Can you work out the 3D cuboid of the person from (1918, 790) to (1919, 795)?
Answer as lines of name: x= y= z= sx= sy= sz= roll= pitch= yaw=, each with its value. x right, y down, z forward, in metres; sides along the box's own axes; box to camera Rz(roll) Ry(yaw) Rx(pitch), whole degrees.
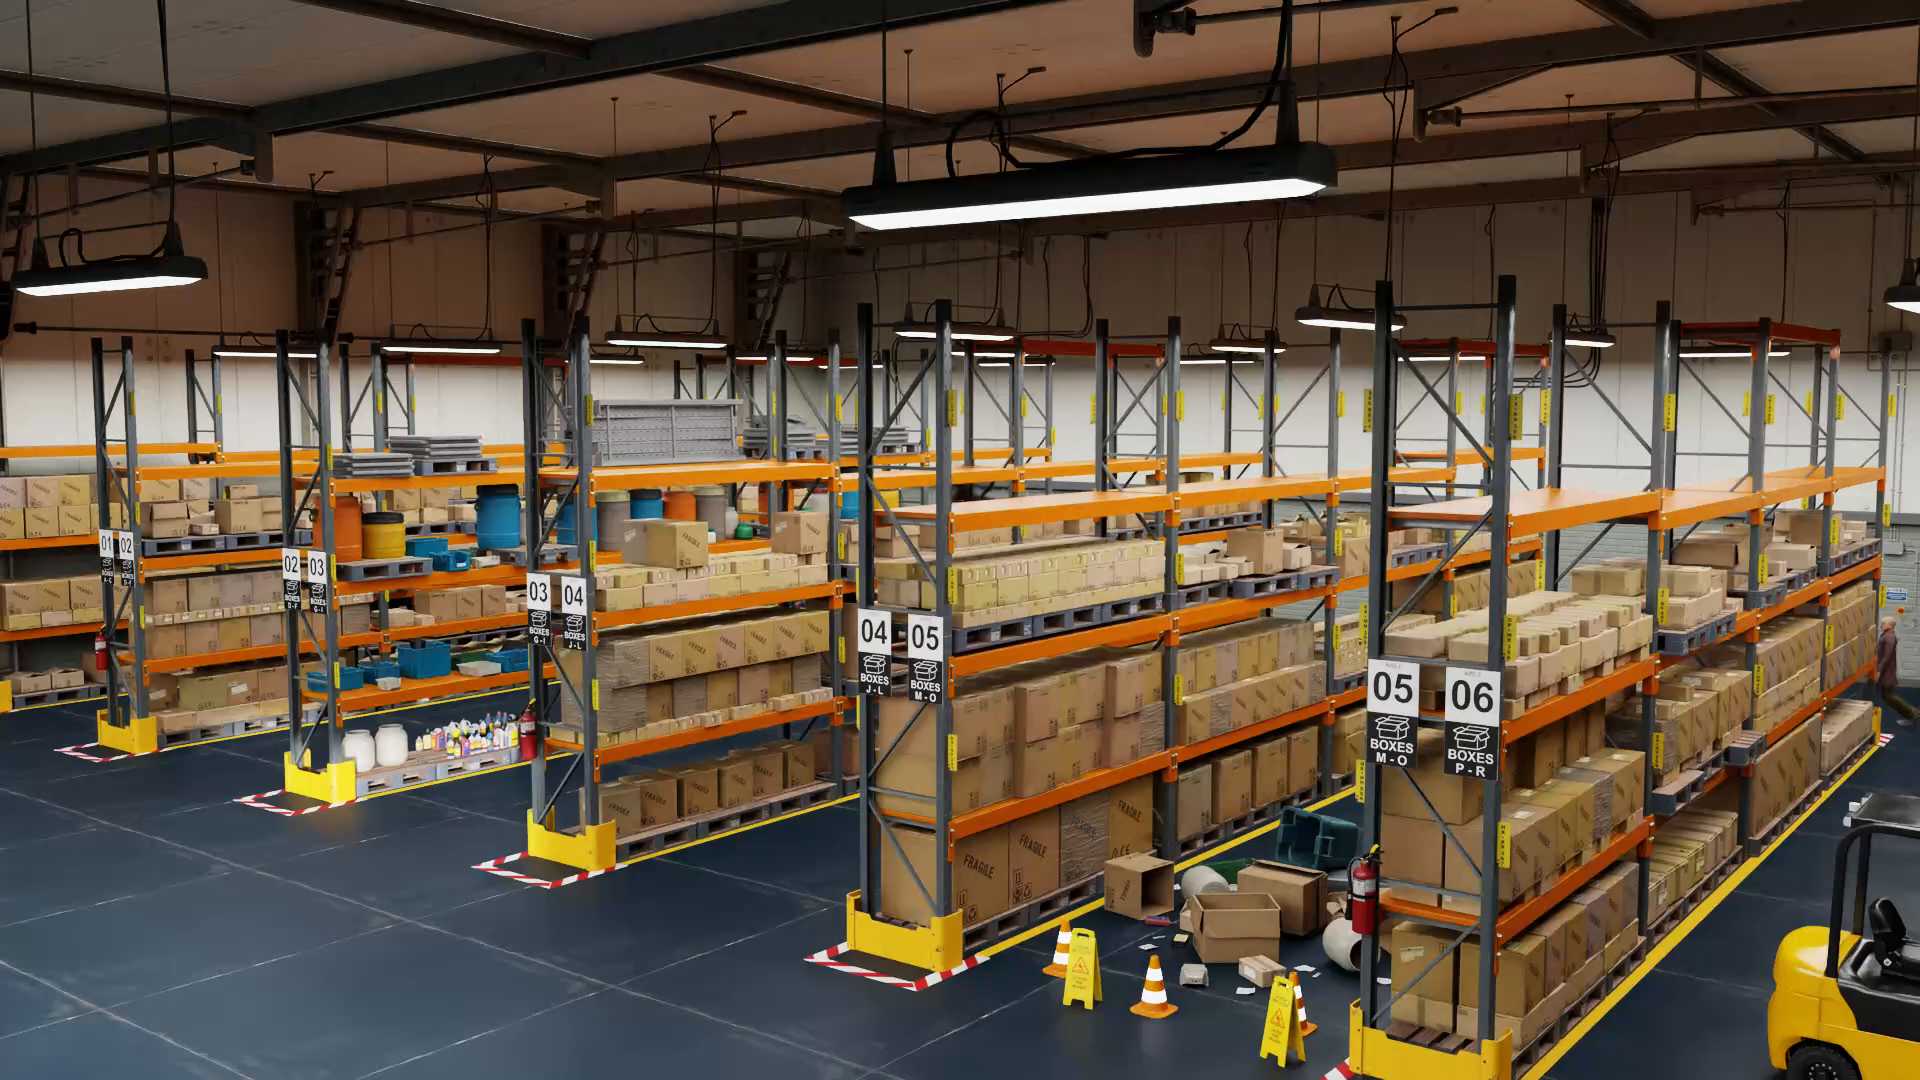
person: x=12.679 y=2.419 z=21.379 sx=0.605 sy=1.794 sz=0.446 roll=-3 pitch=6 yaw=-33

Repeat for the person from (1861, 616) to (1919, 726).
person: x=14.452 y=2.045 z=25.945 sx=1.089 sy=1.731 sz=0.675 roll=3 pitch=6 yaw=35

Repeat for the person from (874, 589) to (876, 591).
person: x=-2.127 y=0.990 z=38.267 sx=0.751 sy=1.663 sz=0.601 roll=2 pitch=5 yaw=21
